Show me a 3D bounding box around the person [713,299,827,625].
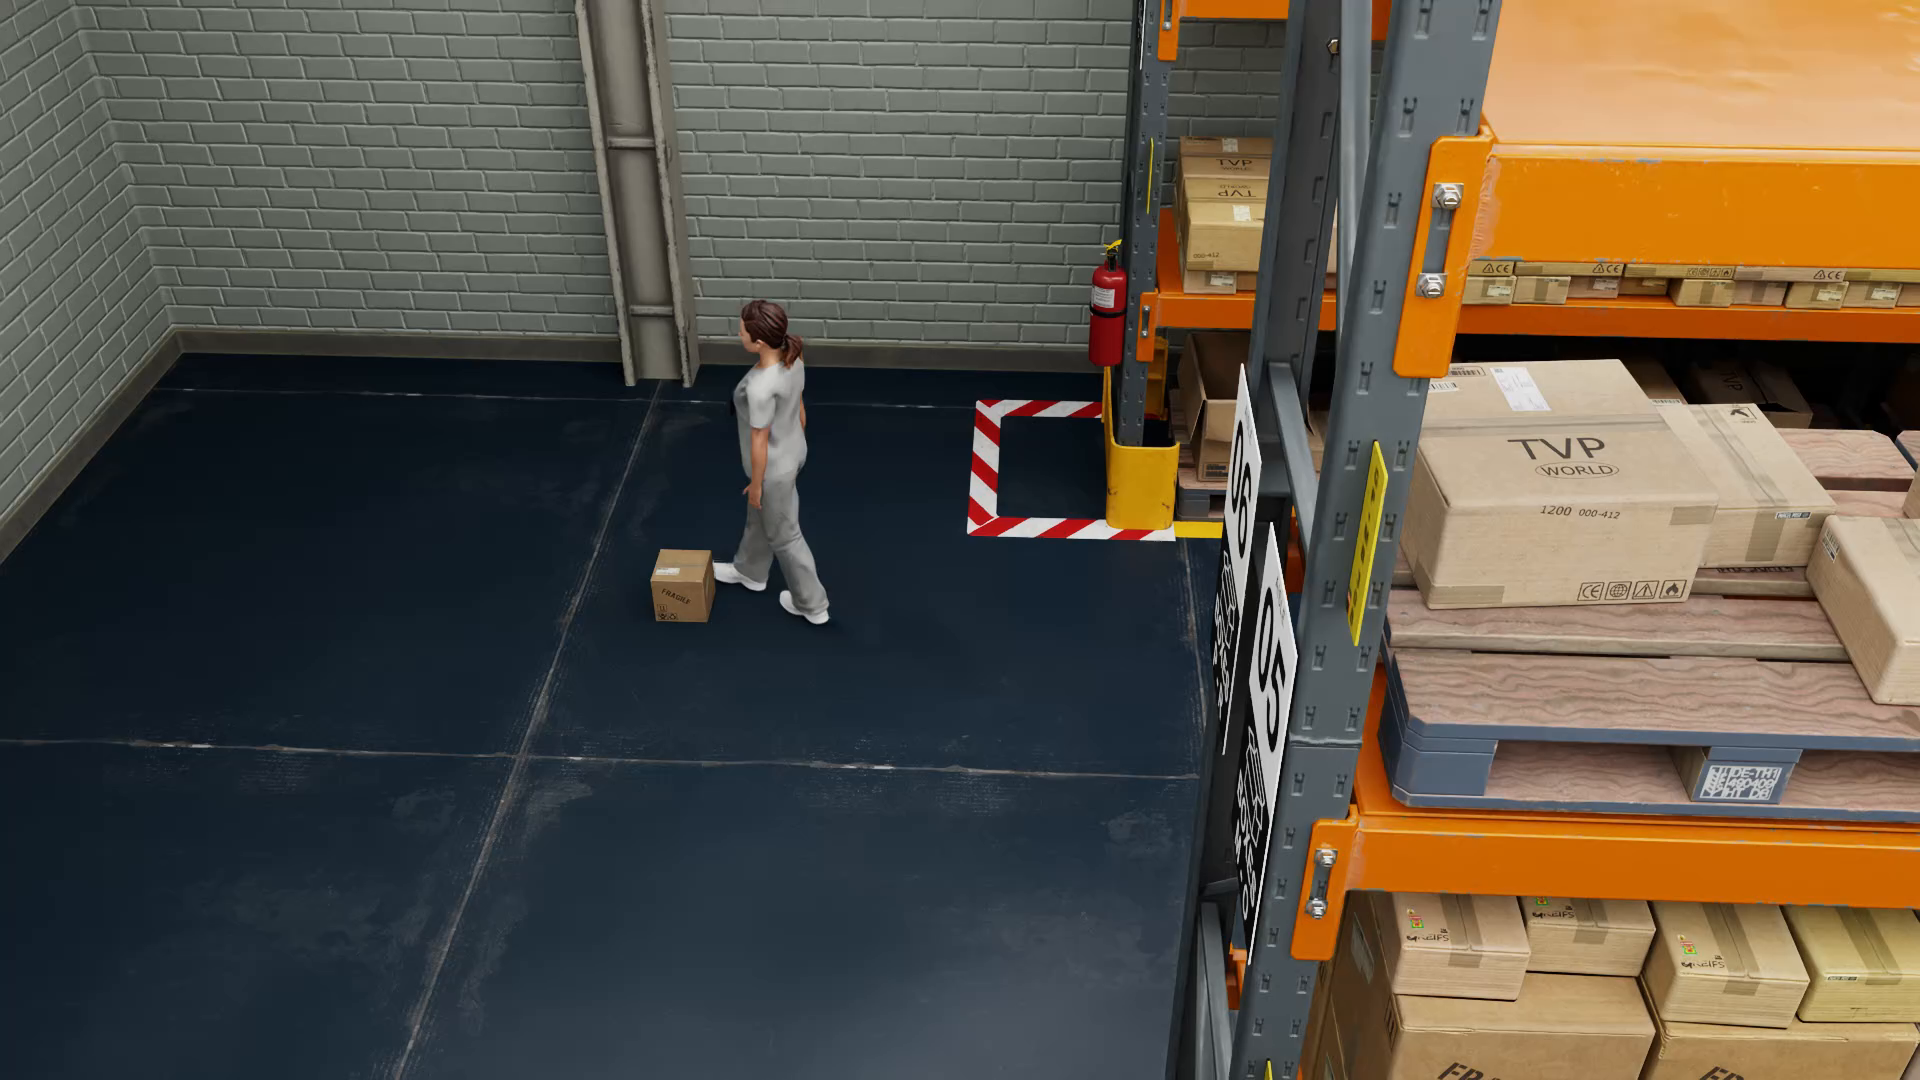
[{"bbox_3d":[-0.947,-0.365,7.617,0.677,1.664,0.447,10,37,14],"label":"person"}]
